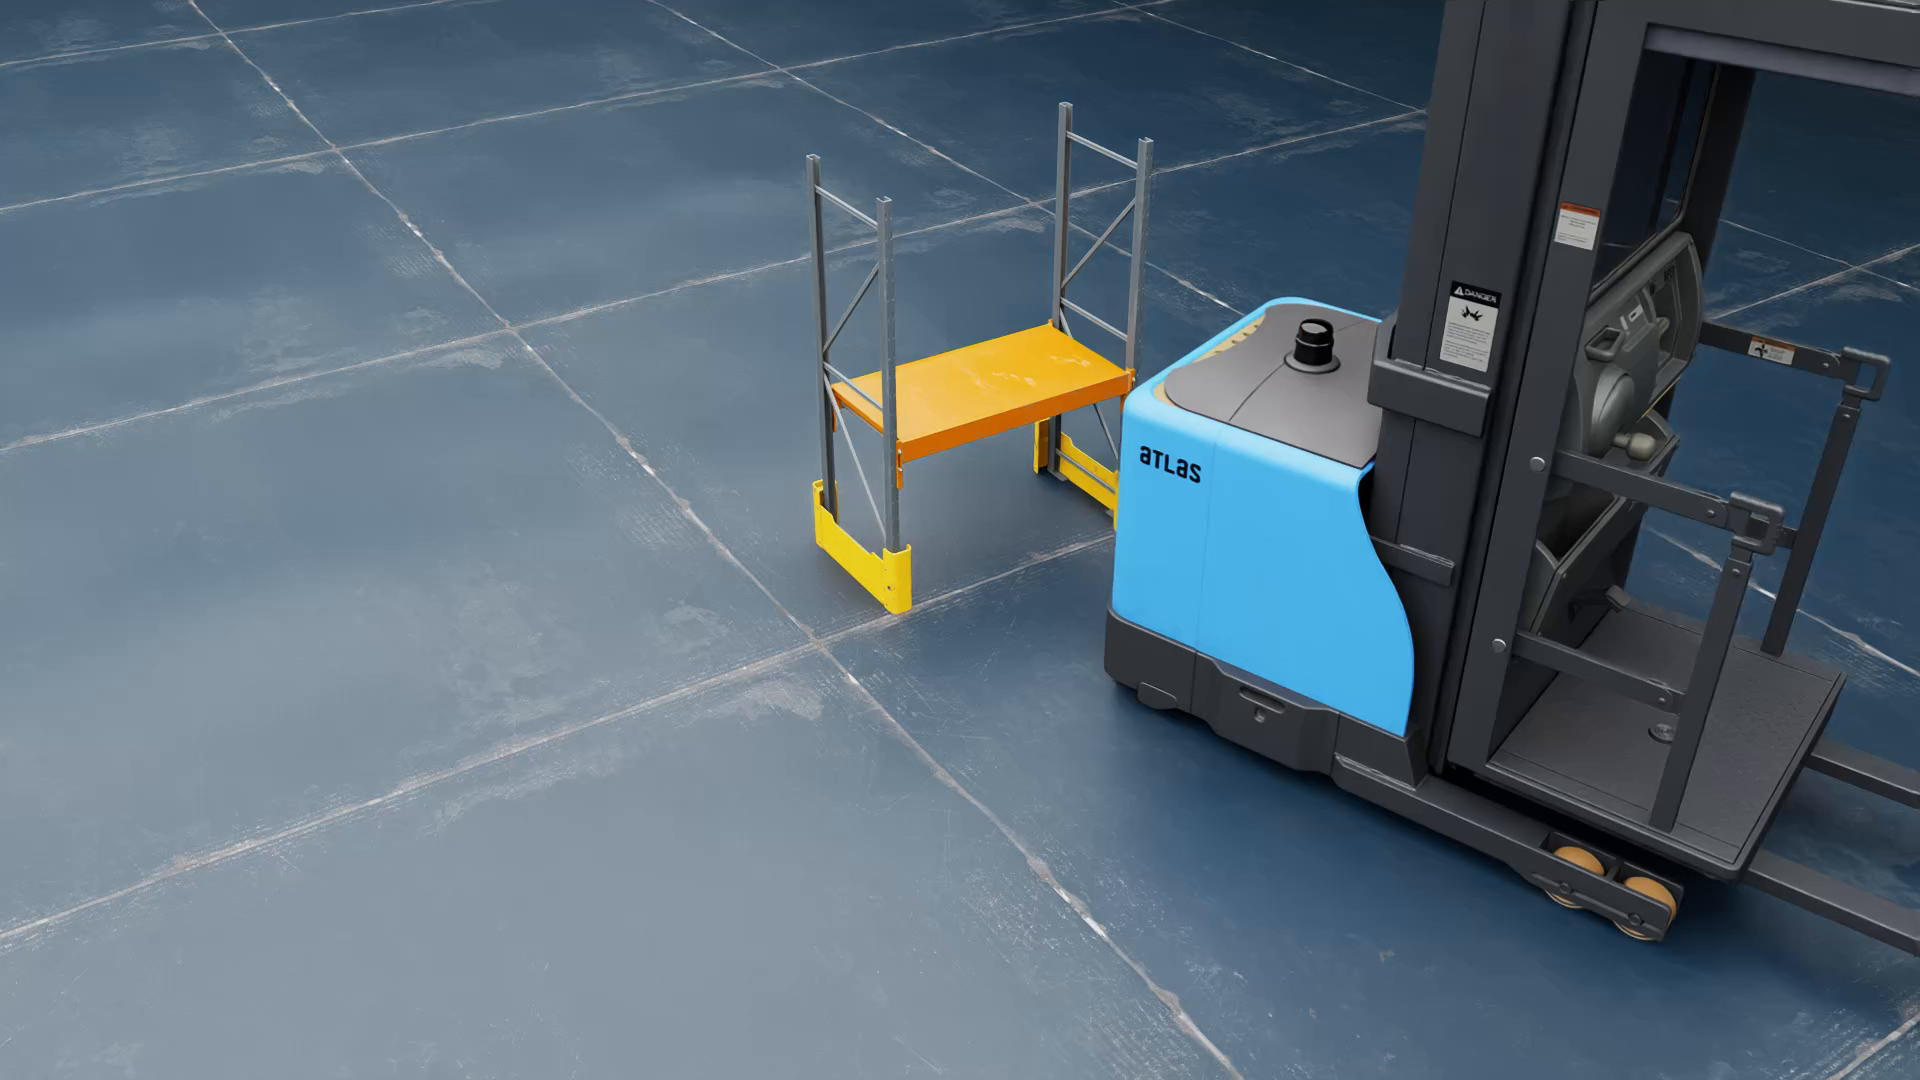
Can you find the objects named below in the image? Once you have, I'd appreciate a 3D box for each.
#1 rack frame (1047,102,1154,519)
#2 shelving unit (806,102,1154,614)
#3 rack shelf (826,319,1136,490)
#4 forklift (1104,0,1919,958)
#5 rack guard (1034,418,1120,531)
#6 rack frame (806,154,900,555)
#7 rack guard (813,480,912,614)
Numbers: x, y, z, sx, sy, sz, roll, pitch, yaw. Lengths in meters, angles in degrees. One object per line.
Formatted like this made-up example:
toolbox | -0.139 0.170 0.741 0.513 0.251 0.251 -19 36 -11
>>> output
rack frame | 0.499 -0.806 6.122 0.032 1.500 0.500 -19 37 -27
shelving unit | 0.064 -0.656 5.885 1.083 1.500 0.587 -19 37 -27
rack shelf | 0.072 -0.507 5.985 1.000 0.185 0.538 -19 37 -27
forklift | 1.943 -0.475 4.256 3.031 2.935 1.130 23 39 32
rack guard | 0.483 -0.272 6.446 0.087 0.250 0.587 -19 37 -27
rack frame | -0.356 -0.512 5.656 0.032 1.500 0.500 -19 37 -27
rack guard | -0.355 0.016 5.990 0.087 0.250 0.587 -19 37 -27
